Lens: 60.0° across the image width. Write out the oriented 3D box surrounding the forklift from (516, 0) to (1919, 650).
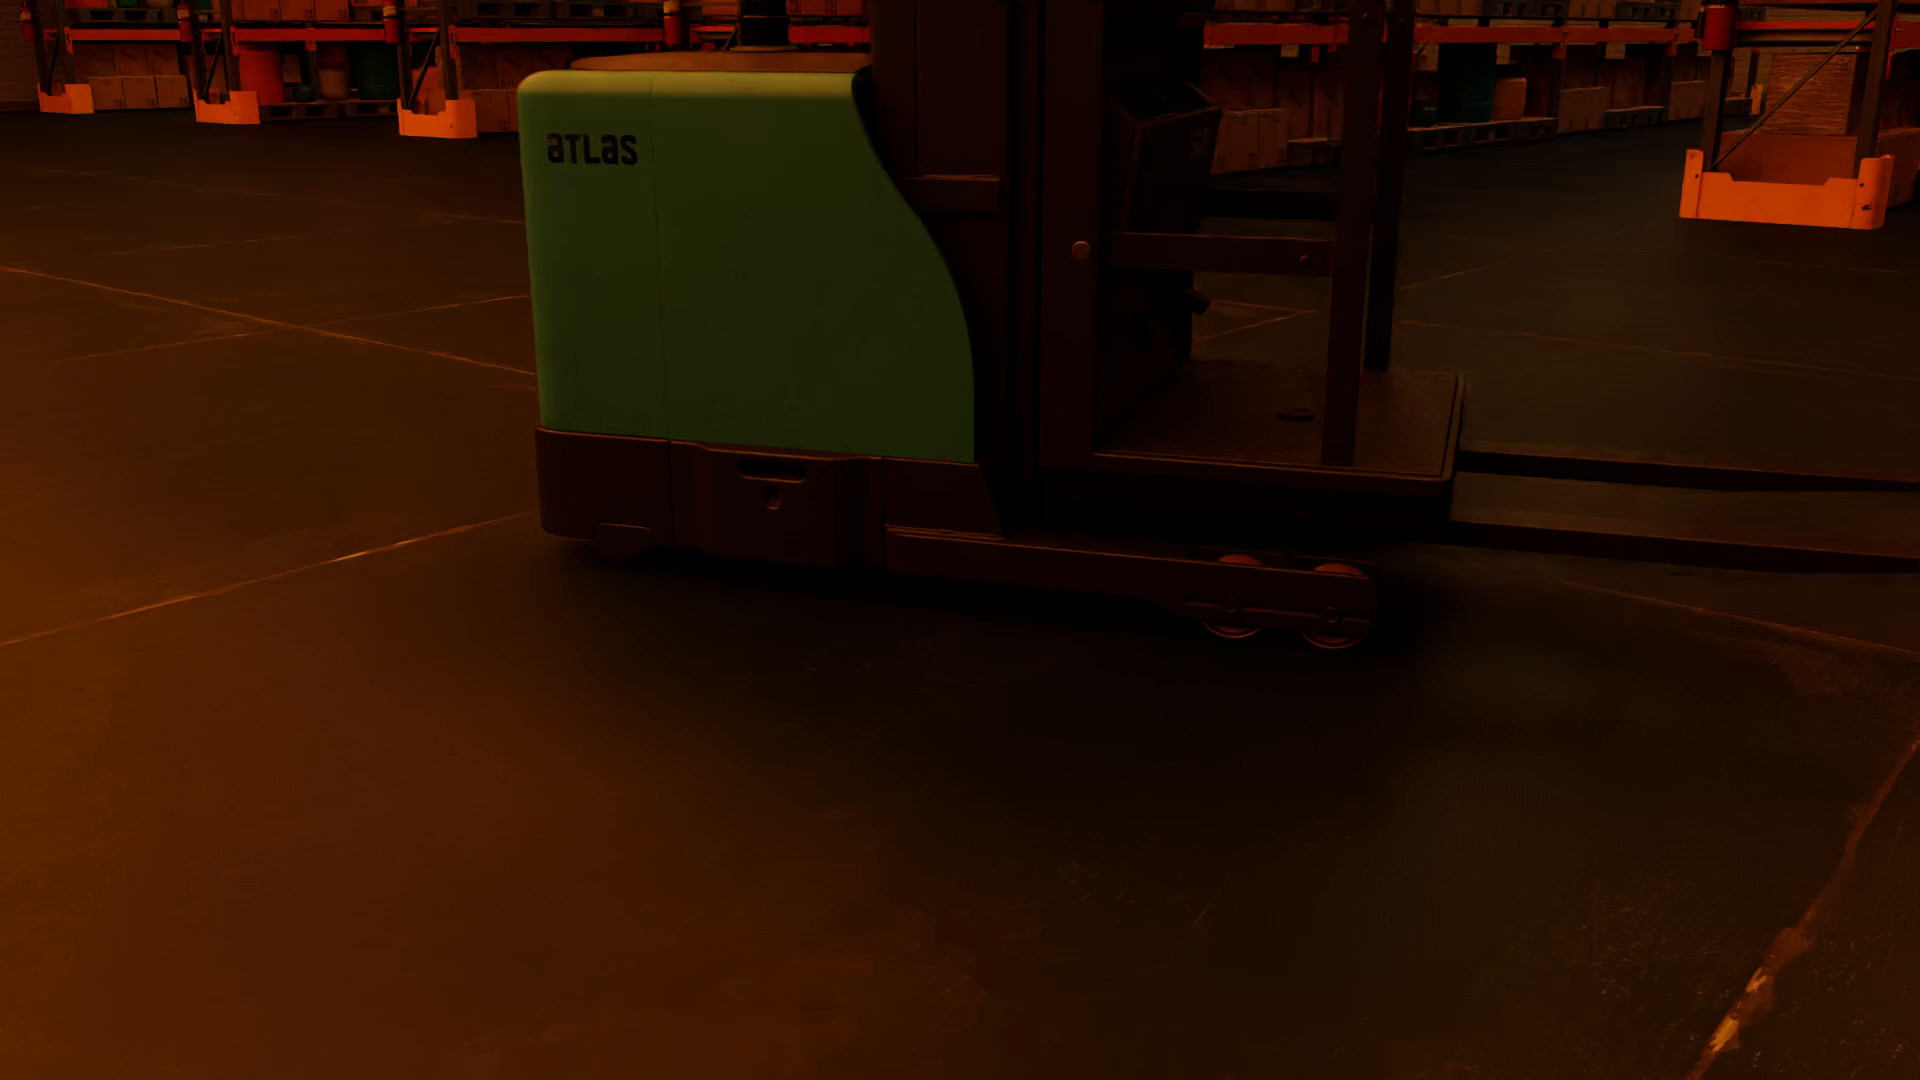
[{"bbox_3d":[0.616,-1.361,3.381,3.031,2.935,1.130,5,18,17],"label":"forklift"}]
